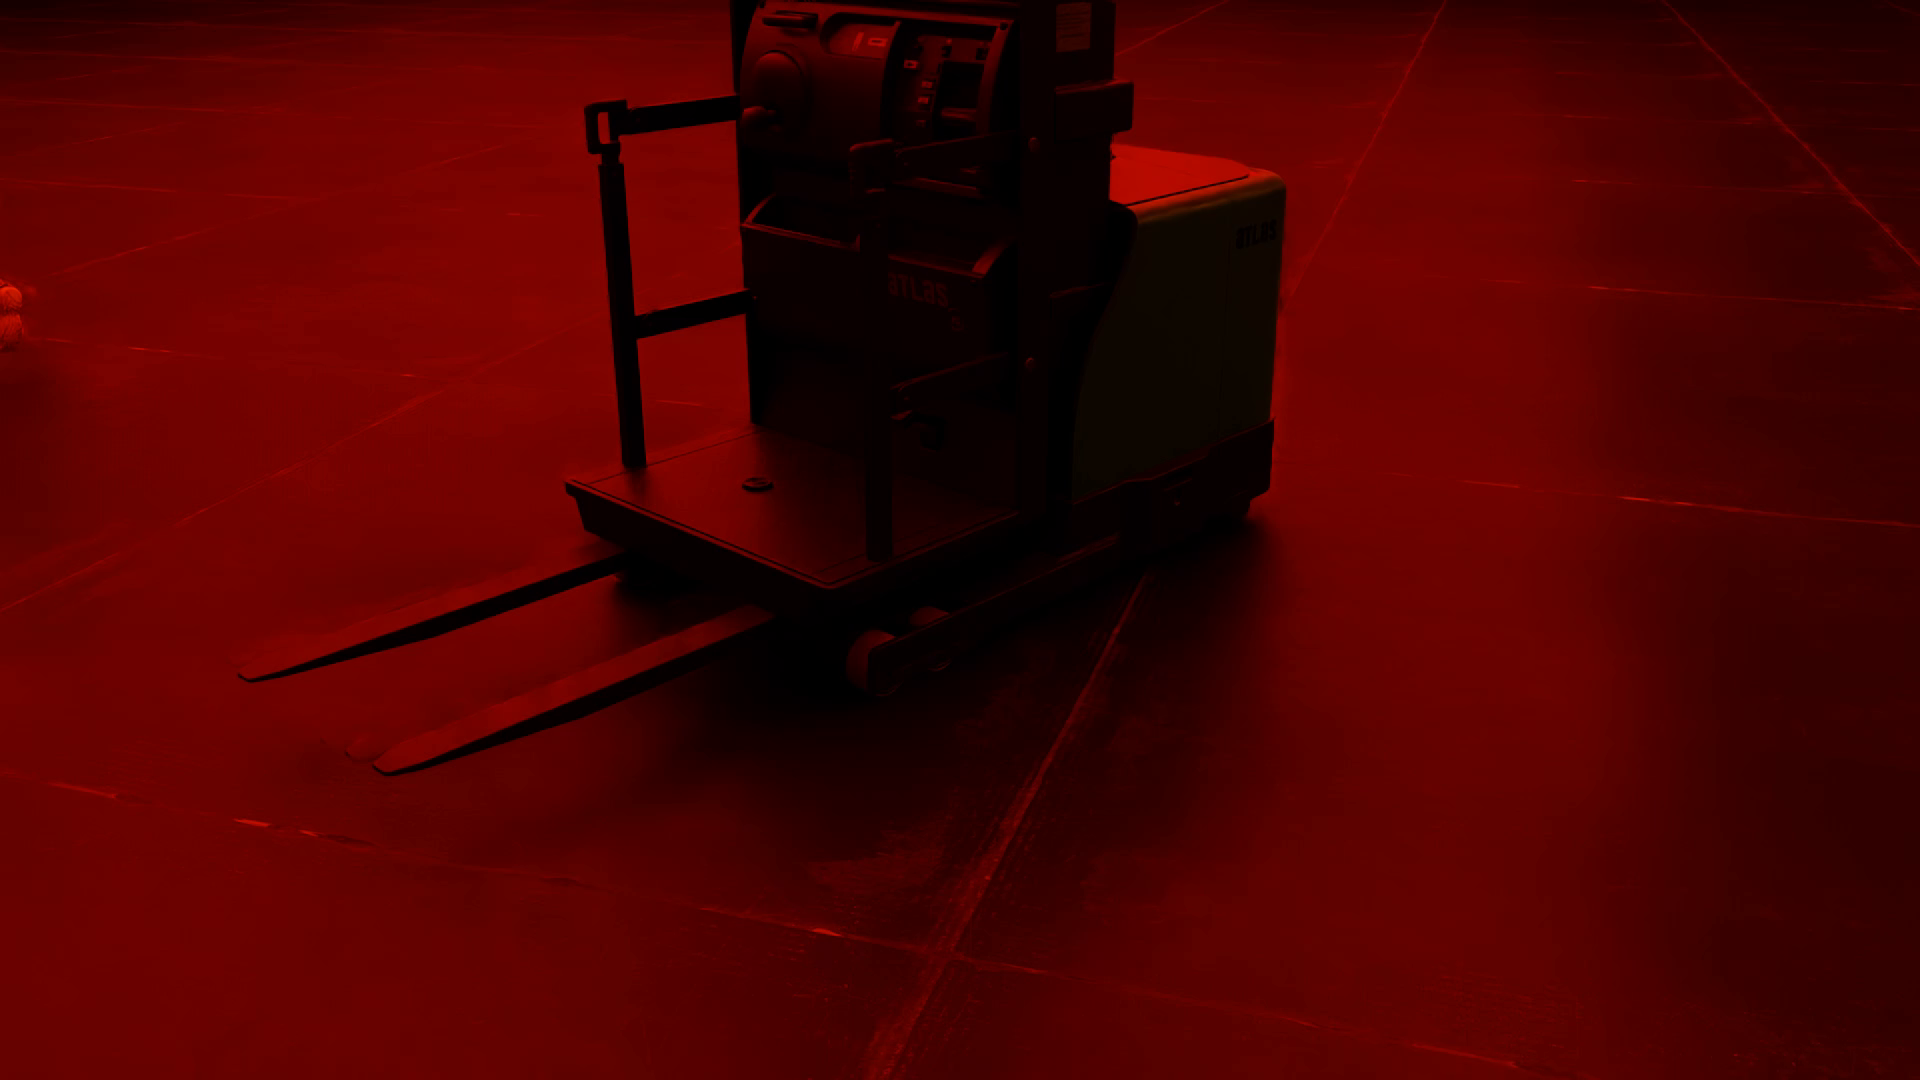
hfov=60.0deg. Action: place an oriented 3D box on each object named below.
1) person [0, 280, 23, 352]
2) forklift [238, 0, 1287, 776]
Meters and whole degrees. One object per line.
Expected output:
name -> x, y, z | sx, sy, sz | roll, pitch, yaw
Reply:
person -> -4.144, -1.424, 6.615 | 0.526, 1.504, 0.847 | -10, 24, -22
forklift -> -0.378, -1.181, 4.139 | 1.130, 2.935, 3.031 | 20, 29, 39
